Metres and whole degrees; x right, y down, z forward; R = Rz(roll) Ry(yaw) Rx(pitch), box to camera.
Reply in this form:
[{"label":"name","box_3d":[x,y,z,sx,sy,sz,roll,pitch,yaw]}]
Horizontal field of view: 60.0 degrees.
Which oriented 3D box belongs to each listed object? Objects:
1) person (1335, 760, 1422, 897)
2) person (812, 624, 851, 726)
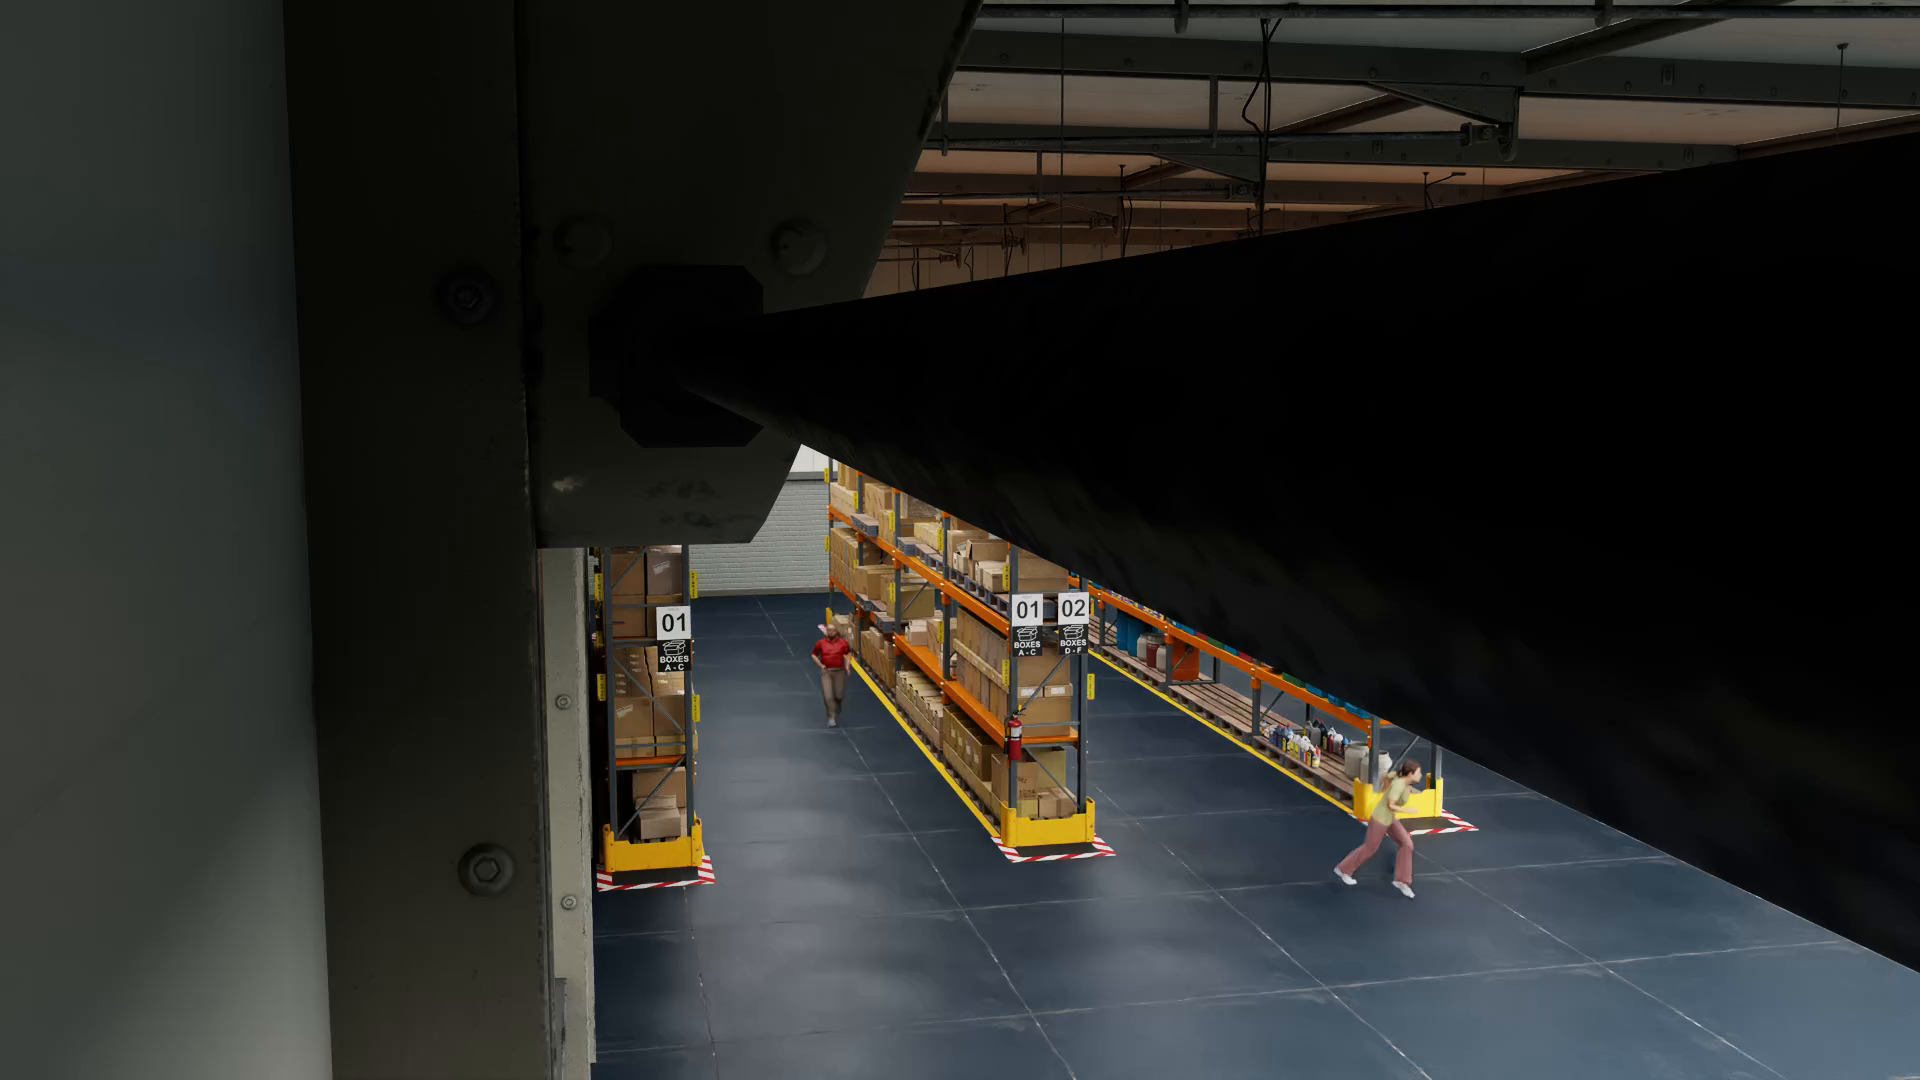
[{"label":"person","box_3d":[4.824,3.256,19.194,0.954,1.541,0.619,3,7,21]},{"label":"person","box_3d":[-2.131,2.226,27.684,0.665,1.688,0.603,-1,7,-7]}]
